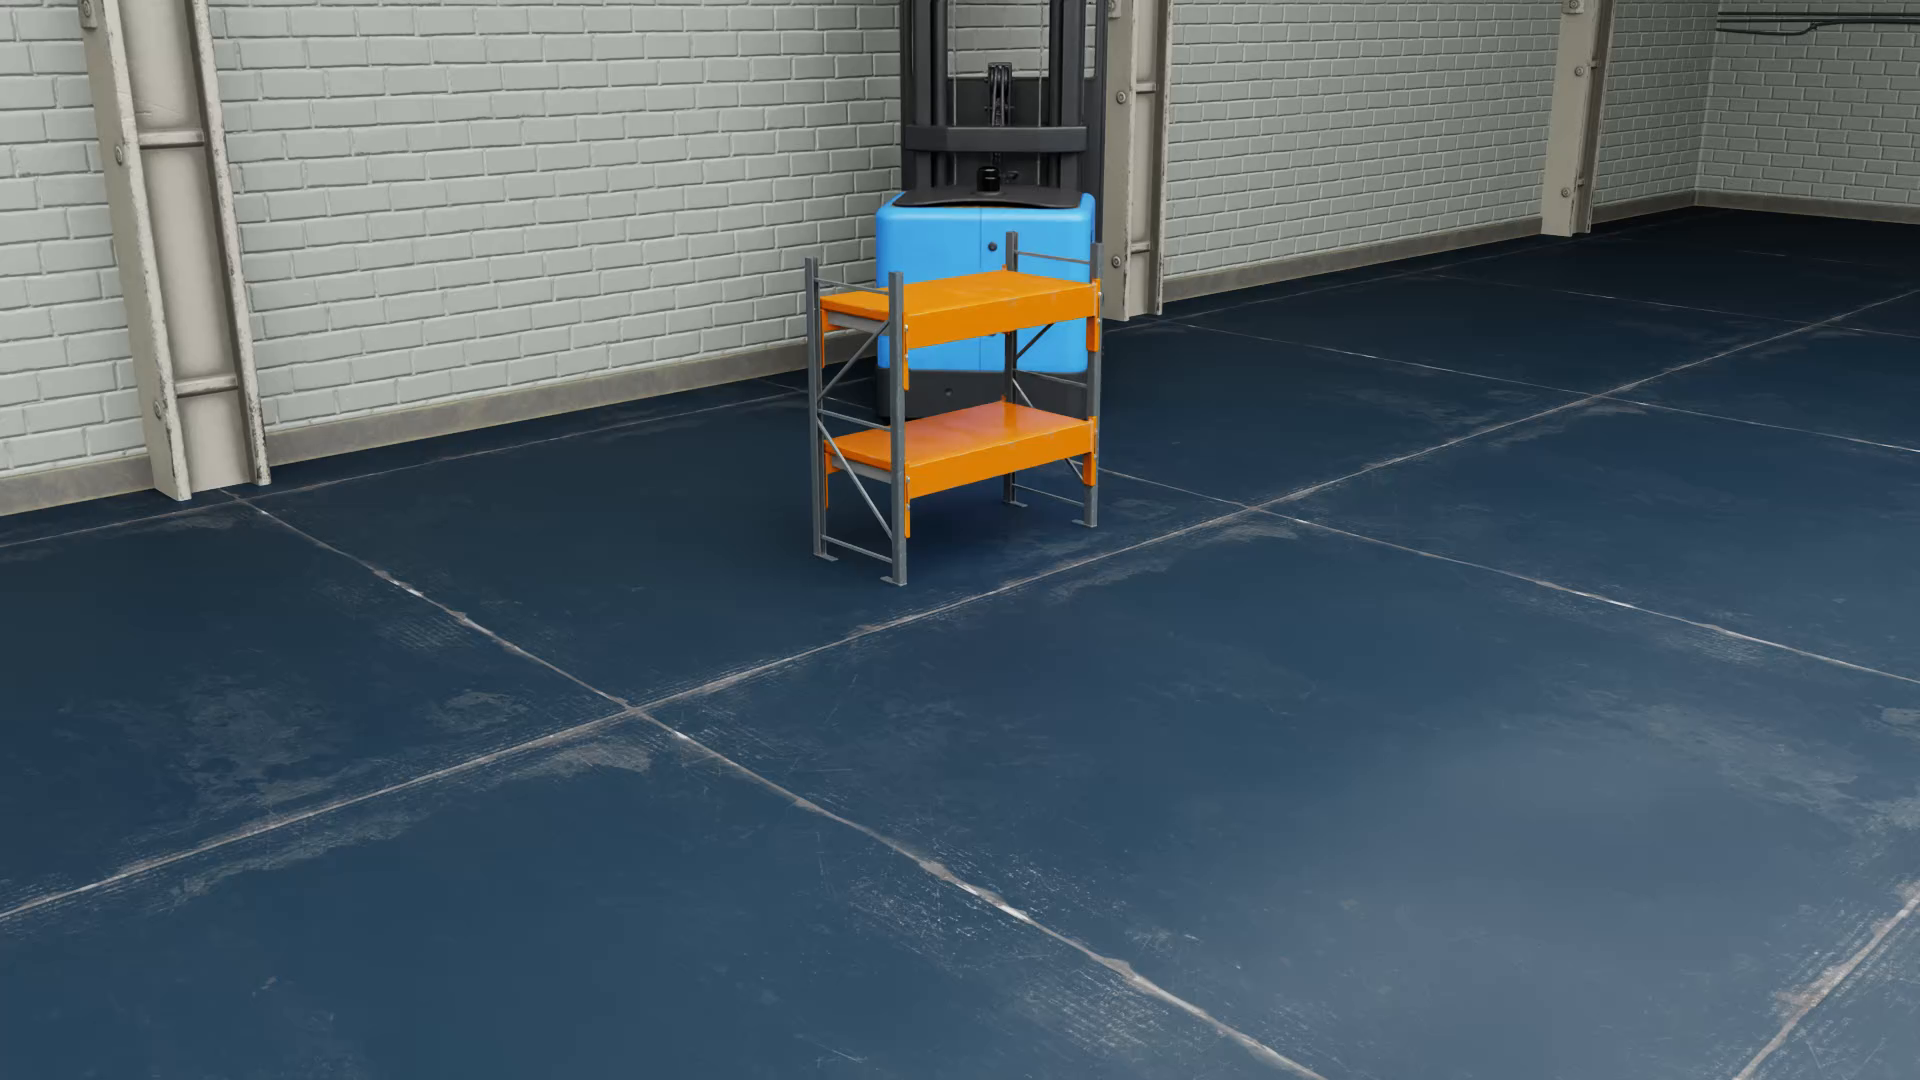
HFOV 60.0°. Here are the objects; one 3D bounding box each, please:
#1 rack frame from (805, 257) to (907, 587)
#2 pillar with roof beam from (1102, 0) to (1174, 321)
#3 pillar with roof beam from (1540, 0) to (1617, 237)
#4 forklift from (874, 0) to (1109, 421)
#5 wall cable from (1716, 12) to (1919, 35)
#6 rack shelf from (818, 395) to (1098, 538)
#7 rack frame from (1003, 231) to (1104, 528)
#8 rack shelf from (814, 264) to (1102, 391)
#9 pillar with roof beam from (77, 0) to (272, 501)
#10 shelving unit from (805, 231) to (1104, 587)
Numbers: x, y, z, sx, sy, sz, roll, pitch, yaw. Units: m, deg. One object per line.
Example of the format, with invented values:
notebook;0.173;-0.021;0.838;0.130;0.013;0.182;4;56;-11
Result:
rack frame;-0.374;-0.426;5.975;0.032;1.125;0.500;-16;24;-41
pillar with roof beam;4.070;-4.827;6.781;0.400;9.000;9.100;-16;24;-41
pillar with roof beam;8.430;-6.098;10.703;0.400;9.000;9.100;-16;24;-41
forklift;0.254;-2.369;9.040;1.130;2.935;3.031;2;18;6
wall cable;8.521;-5.914;15.169;0.112;2.526;3.097;-16;24;-41
rack shelf;-0.005;-0.301;6.382;1.000;0.278;0.538;-16;24;-41
rack frame;0.364;-0.641;6.639;0.032;1.125;0.500;-16;24;-41
rack shelf;-0.005;-0.812;6.217;1.000;0.278;0.538;-16;24;-41
pillar with roof beam;-0.290;-3.555;2.860;0.400;9.000;9.100;-16;24;-41
shelving unit;-0.005;-0.534;6.307;1.048;1.125;0.538;-16;24;-41
